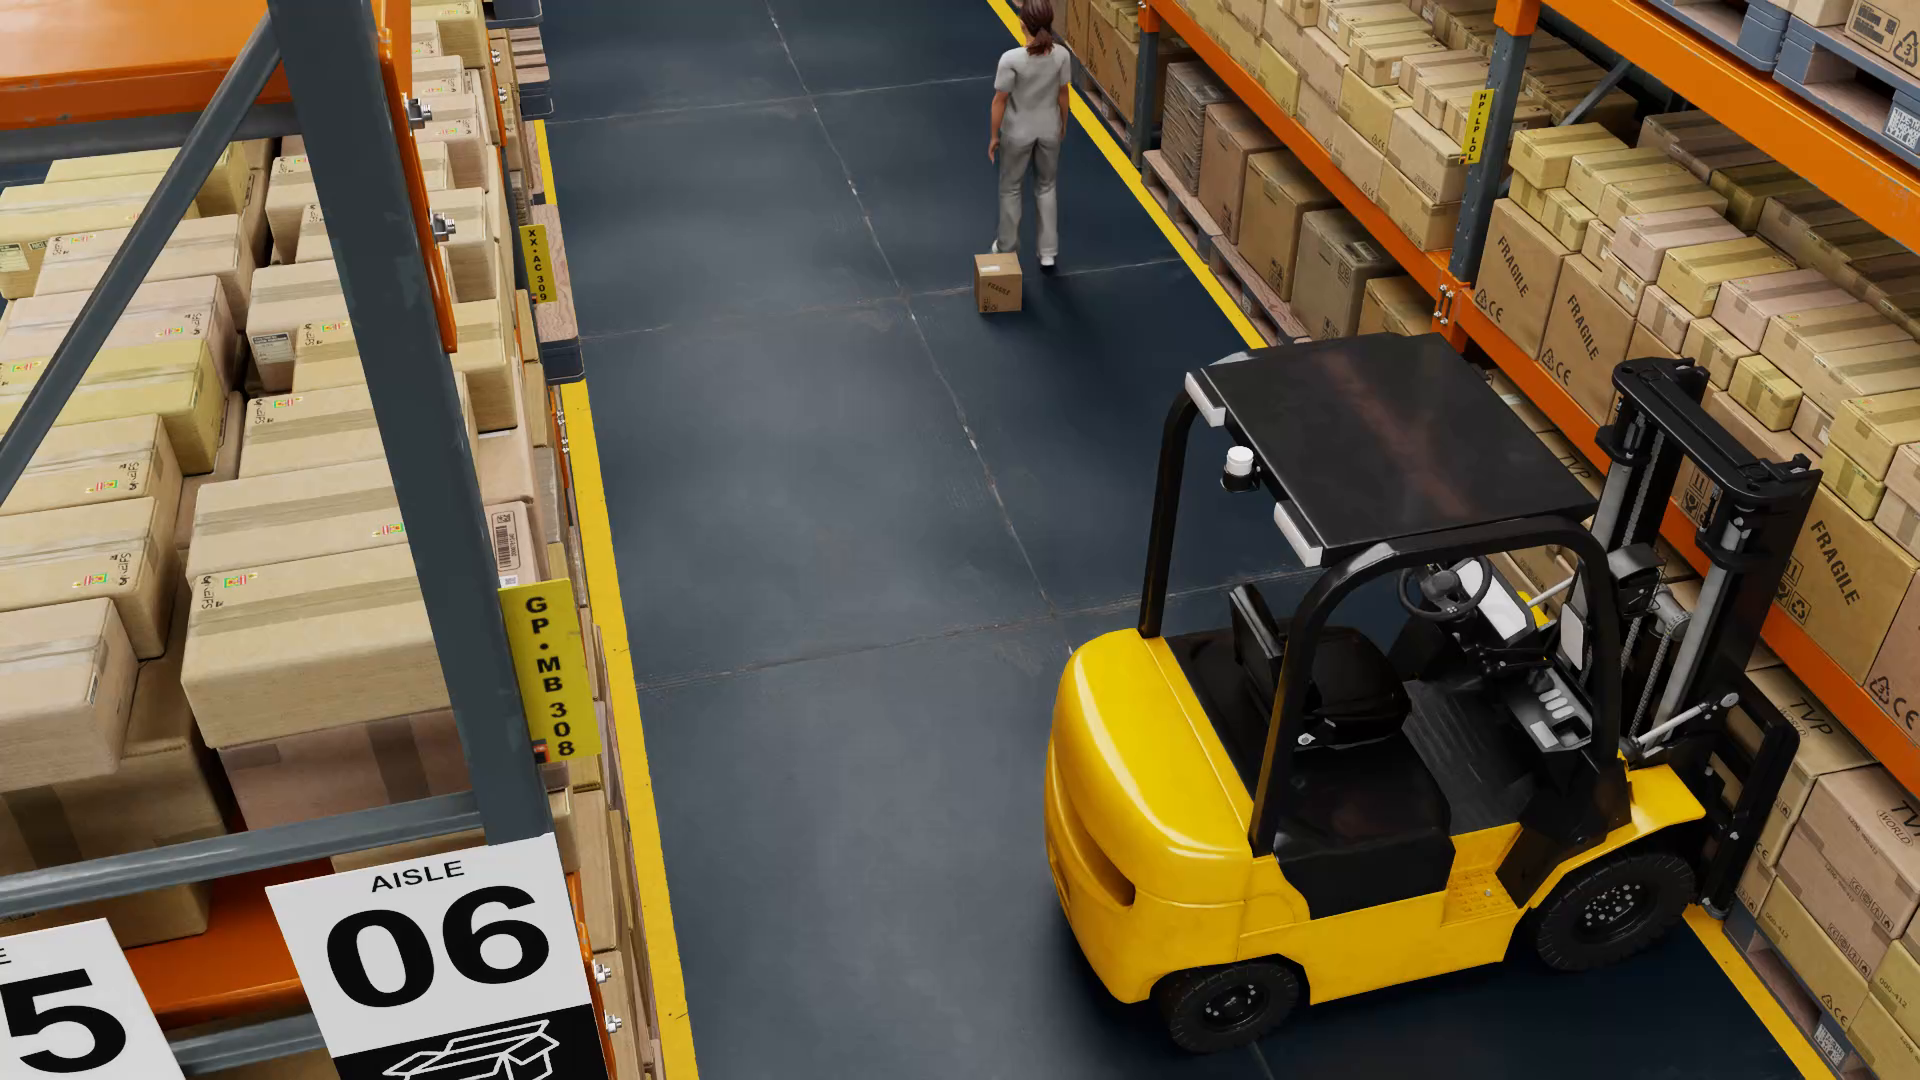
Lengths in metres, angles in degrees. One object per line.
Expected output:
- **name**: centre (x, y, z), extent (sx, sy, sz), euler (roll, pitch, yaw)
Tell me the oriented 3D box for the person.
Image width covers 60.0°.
- **person**: centre (0.395, -2.356, 9.675), extent (0.492, 1.690, 0.480), euler (-9, 39, -11)
